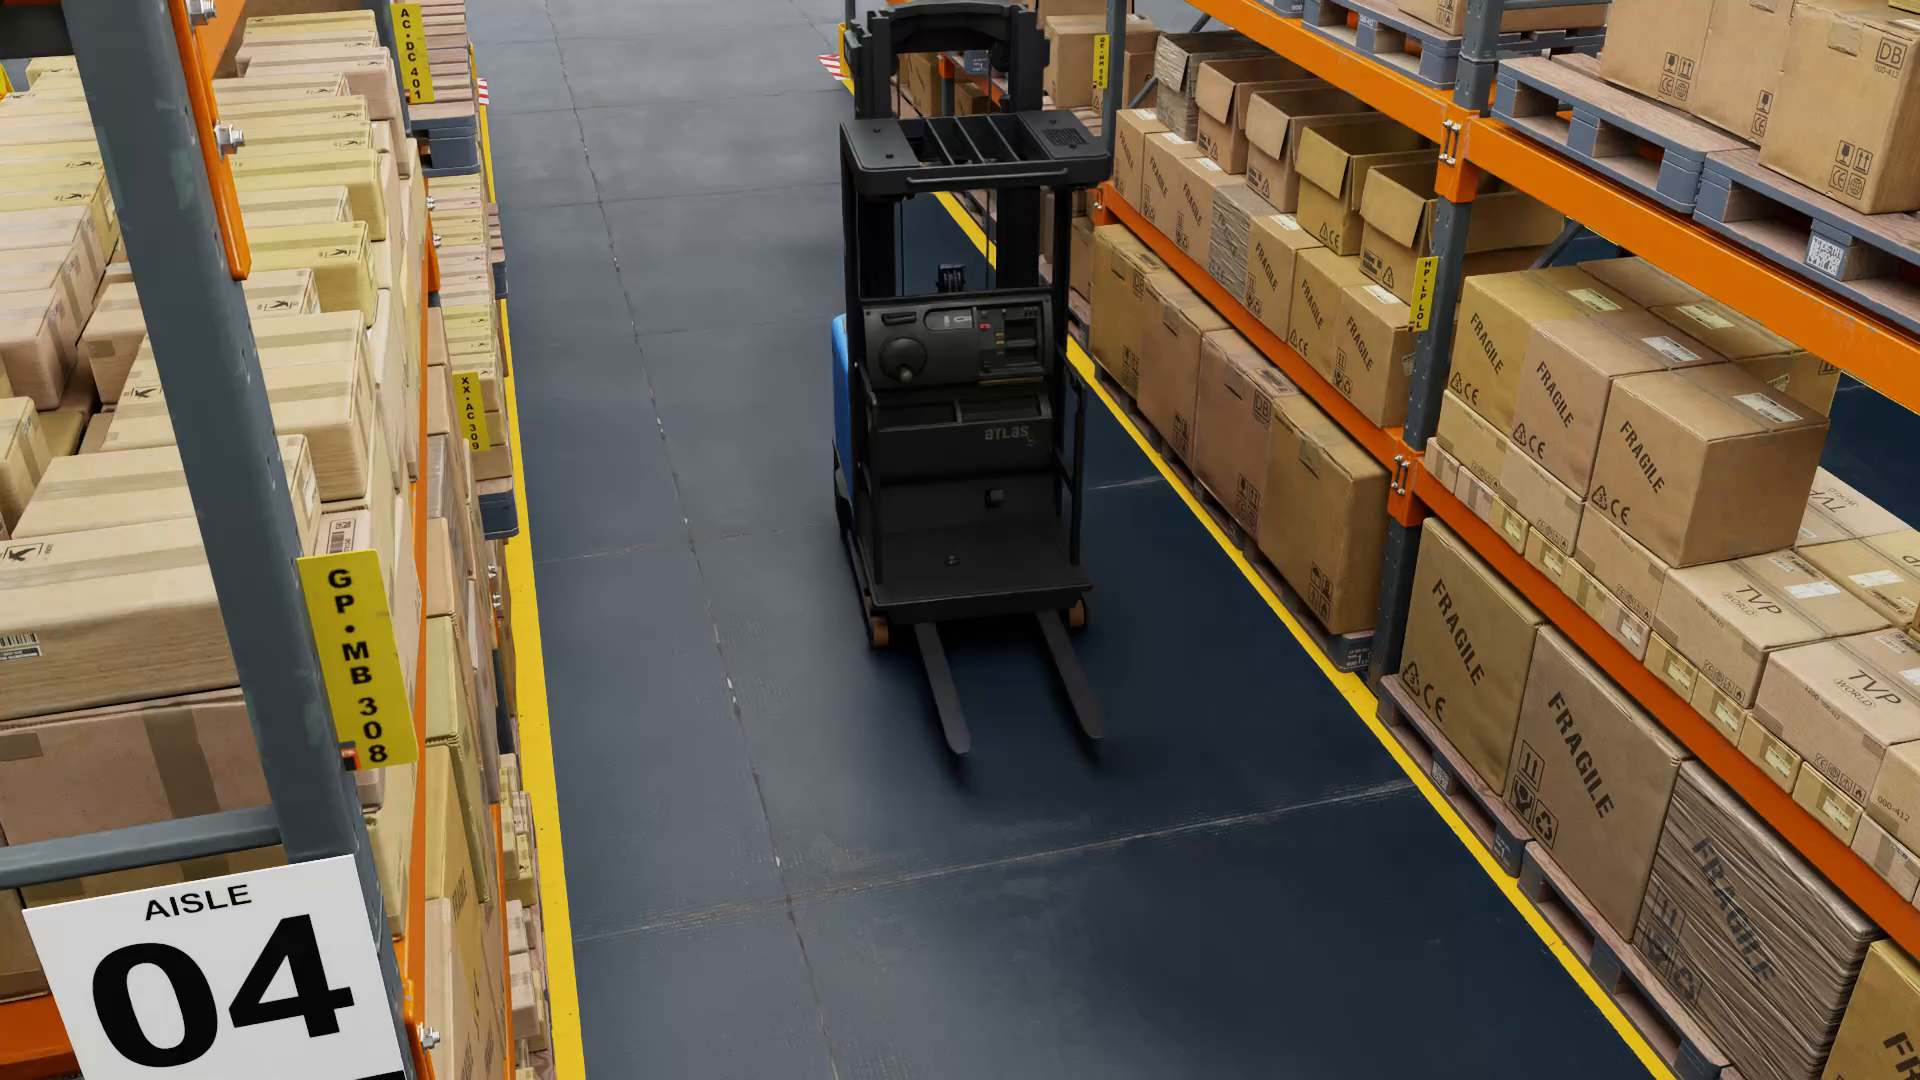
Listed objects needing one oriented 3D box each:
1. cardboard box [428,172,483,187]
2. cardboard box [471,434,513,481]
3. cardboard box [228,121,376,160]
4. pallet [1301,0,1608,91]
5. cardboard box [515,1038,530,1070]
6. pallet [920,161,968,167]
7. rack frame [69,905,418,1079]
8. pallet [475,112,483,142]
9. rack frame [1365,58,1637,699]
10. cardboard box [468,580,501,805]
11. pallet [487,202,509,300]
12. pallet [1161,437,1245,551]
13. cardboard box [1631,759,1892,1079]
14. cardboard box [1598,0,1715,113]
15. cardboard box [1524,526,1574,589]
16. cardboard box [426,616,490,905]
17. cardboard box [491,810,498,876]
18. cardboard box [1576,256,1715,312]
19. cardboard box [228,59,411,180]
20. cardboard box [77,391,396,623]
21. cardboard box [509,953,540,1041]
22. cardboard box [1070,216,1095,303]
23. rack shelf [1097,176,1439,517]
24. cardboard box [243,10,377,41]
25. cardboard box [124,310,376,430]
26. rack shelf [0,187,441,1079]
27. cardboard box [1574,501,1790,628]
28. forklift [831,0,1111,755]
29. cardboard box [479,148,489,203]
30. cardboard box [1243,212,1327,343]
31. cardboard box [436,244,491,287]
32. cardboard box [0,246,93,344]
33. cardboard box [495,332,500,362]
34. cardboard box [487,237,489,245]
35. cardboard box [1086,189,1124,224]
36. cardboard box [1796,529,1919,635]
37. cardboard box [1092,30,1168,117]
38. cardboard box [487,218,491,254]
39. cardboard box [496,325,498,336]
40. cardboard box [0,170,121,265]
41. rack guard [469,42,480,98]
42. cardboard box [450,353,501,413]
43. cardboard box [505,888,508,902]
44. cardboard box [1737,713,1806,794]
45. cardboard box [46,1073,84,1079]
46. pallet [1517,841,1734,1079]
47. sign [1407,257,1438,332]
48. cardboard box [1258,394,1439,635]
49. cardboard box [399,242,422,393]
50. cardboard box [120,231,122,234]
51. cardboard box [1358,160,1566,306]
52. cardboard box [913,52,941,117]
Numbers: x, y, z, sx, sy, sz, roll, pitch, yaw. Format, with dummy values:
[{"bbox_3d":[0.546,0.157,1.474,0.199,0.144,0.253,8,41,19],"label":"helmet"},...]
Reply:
[{"bbox_3d":[-2.706,-1.863,8.713,0.380,0.149,0.250,-7,31,-12],"label":"cardboard box"},{"bbox_3d":[-2.012,-0.349,6.691,0.380,0.149,0.250,-9,31,-16],"label":"cardboard box"},{"bbox_3d":[-1.636,-0.911,4.088,0.380,0.149,0.250,-8,31,-14],"label":"cardboard box"},{"bbox_3d":[2.167,-2.287,7.404,0.805,0.209,1.217,-9,31,-15],"label":"pallet"},{"bbox_3d":[-1.639,1.806,5.562,0.380,0.149,0.250,-7,31,-12],"label":"cardboard box"},{"bbox_3d":[0.122,-3.612,15.280,1.003,0.211,1.213,-8,31,-13],"label":"pallet"},{"bbox_3d":[-1.289,1.907,2.961,1.000,3.000,0.127,-8,31,-13],"label":"rack frame"},{"bbox_3d":[-4.928,-3.650,15.345,1.003,0.211,1.213,-8,31,-13],"label":"pallet"},{"bbox_3d":[2.458,-0.636,7.354,1.000,3.000,0.127,-8,31,-13],"label":"rack frame"},{"bbox_3d":[-1.683,0.491,5.011,0.500,0.500,0.500,-8,31,-14],"label":"cardboard box"},{"bbox_3d":[-3.121,-1.544,9.114,1.213,0.211,1.003,-8,31,-13],"label":"pallet"},{"bbox_3d":[1.853,-0.382,9.699,1.003,0.211,1.213,-8,31,-13],"label":"pallet"},{"bbox_3d":[3.031,1.296,5.718,0.875,0.875,0.875,-8,31,-13],"label":"cardboard box"},{"bbox_3d":[2.724,-1.832,5.808,0.700,0.500,0.500,-10,31,-16],"label":"cardboard box"},{"bbox_3d":[2.428,0.041,6.435,0.380,0.149,0.250,-9,31,-15],"label":"cardboard box"},{"bbox_3d":[-1.409,0.553,3.905,0.500,0.500,0.500,-9,31,-14],"label":"cardboard box"},{"bbox_3d":[-1.565,0.936,4.889,0.380,0.149,0.250,-7,31,-12],"label":"cardboard box"},{"bbox_3d":[2.838,-0.837,6.807,0.500,0.500,0.500,-7,31,-12],"label":"cardboard box"},{"bbox_3d":[-1.983,-1.285,5.133,0.500,0.250,0.500,-9,31,-16],"label":"cardboard box"},{"bbox_3d":[-1.295,-0.041,2.983,0.500,0.250,0.500,-8,31,-14],"label":"cardboard box"},{"bbox_3d":[-1.588,1.527,5.450,0.380,0.149,0.250,-9,31,-15],"label":"cardboard box"},{"bbox_3d":[1.199,-1.997,11.762,0.700,0.500,0.500,-9,31,-16],"label":"cardboard box"},{"bbox_3d":[1.927,-1.290,9.203,1.077,0.370,4.000,-8,31,-13],"label":"rack shelf"},{"bbox_3d":[-2.004,-1.532,5.161,0.380,0.149,0.250,-9,31,-16],"label":"cardboard box"},{"bbox_3d":[-1.271,-0.286,3.007,0.380,0.149,0.250,-7,31,-13],"label":"cardboard box"},{"bbox_3d":[-1.820,-0.046,4.058,1.077,0.370,4.000,-8,31,-13],"label":"rack shelf"},{"bbox_3d":[2.600,0.053,6.017,0.500,0.250,0.500,-7,31,-12],"label":"cardboard box"},{"bbox_3d":[0.037,-0.926,7.924,1.130,2.935,3.031,-5,30,-9],"label":"forklift"},{"bbox_3d":[-3.970,-2.342,12.129,1.050,0.750,0.750,-8,31,-13],"label":"cardboard box"},{"bbox_3d":[1.801,-1.360,8.505,0.500,0.500,0.500,-8,31,-14],"label":"cardboard box"},{"bbox_3d":[-2.356,-1.231,7.620,0.380,0.149,0.250,-7,31,-11],"label":"cardboard box"},{"bbox_3d":[-1.970,-0.459,3.308,0.380,0.149,0.250,-7,31,-12],"label":"cardboard box"},{"bbox_3d":[-2.221,-0.853,7.264,0.380,0.149,0.250,-9,31,-15],"label":"cardboard box"},{"bbox_3d":[-2.568,-1.484,8.353,0.380,0.149,0.250,-8,31,-14],"label":"cardboard box"},{"bbox_3d":[1.190,-2.320,11.572,0.500,0.250,0.500,-7,31,-11],"label":"cardboard box"},{"bbox_3d":[3.235,0.220,5.728,0.500,0.250,0.500,-8,31,-14],"label":"cardboard box"},{"bbox_3d":[1.215,-3.048,11.003,0.500,0.500,0.500,-12,32,-19],"label":"cardboard box"},{"bbox_3d":[-2.705,-1.608,8.866,0.380,0.149,0.250,-7,31,-12],"label":"cardboard box"},{"bbox_3d":[-2.364,-0.979,7.779,0.380,0.149,0.250,-8,31,-14],"label":"cardboard box"},{"bbox_3d":[-2.122,-0.709,3.738,0.380,0.149,0.250,-9,31,-15],"label":"cardboard box"},{"bbox_3d":[-5.542,-4.750,16.958,1.175,0.500,0.348,-8,31,-13],"label":"rack guard"},{"bbox_3d":[-2.012,-0.607,6.542,0.380,0.149,0.250,-6,31,-11],"label":"cardboard box"},{"bbox_3d":[-1.817,1.399,5.969,0.380,0.149,0.250,-8,31,-13],"label":"cardboard box"},{"bbox_3d":[2.766,0.659,5.369,0.380,0.149,0.250,-8,31,-13],"label":"cardboard box"},{"bbox_3d":[-1.650,1.114,2.935,0.500,0.500,0.500,-8,31,-14],"label":"cardboard box"},{"bbox_3d":[2.912,1.539,6.380,1.003,0.211,1.213,-8,31,-13],"label":"pallet"},{"bbox_3d":[1.938,-1.025,6.951,0.100,0.325,0.005,-8,31,-13],"label":"sign"},{"bbox_3d":[2.269,-0.204,8.310,1.225,0.875,0.875,-8,31,-13],"label":"cardboard box"},{"bbox_3d":[-1.703,-0.569,4.394,0.500,0.250,0.500,-8,31,-14],"label":"cardboard box"},{"bbox_3d":[-2.207,-0.724,4.163,0.500,0.250,0.500,-7,31,-12],"label":"cardboard box"},{"bbox_3d":[2.281,-1.420,7.608,0.797,0.503,0.637,-9,31,-15],"label":"cardboard box"},{"bbox_3d":[-0.133,-4.363,15.869,0.500,0.500,0.500,-11,32,-18],"label":"cardboard box"}]
